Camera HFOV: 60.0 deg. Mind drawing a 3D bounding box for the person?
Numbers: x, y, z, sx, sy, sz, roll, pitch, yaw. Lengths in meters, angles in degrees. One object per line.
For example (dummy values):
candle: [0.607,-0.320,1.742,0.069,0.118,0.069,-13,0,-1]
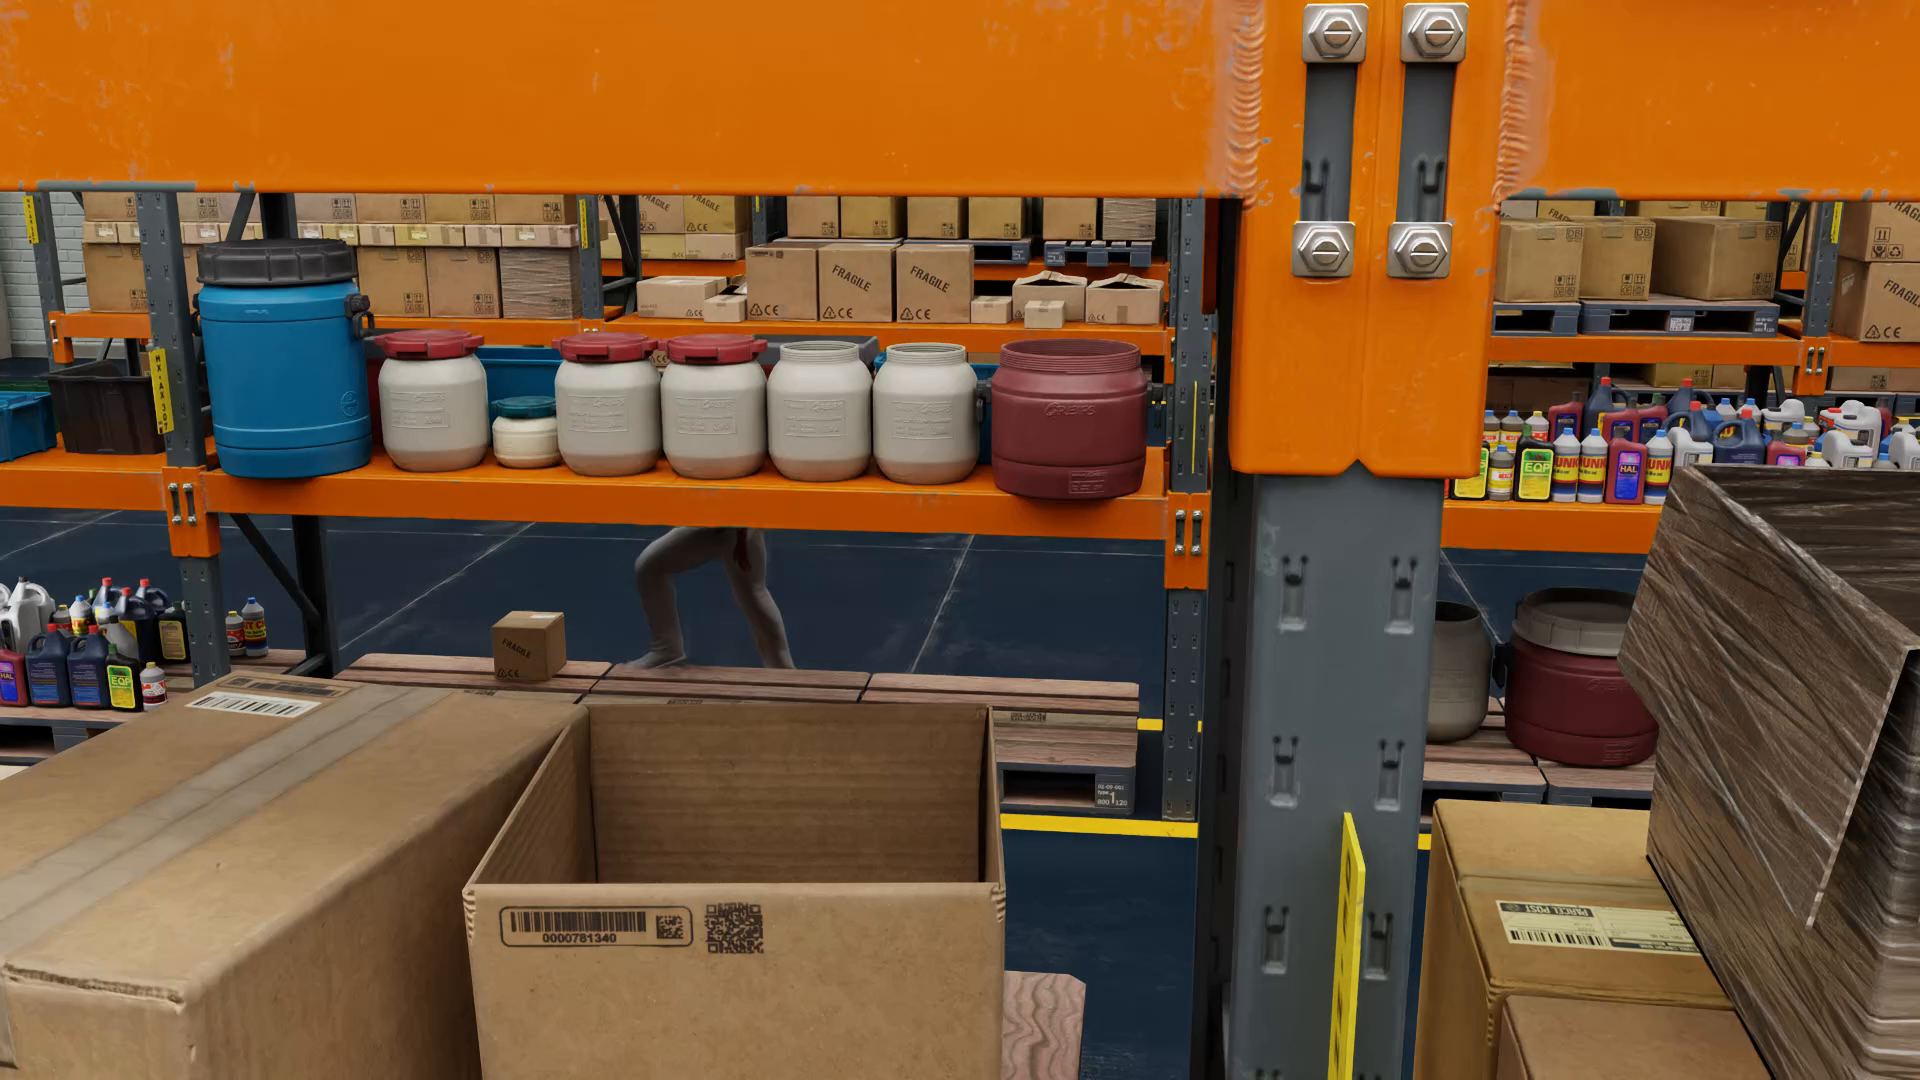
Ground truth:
person: [-1.169,-0.082,7.724,0.780,1.660,0.488,0,14,1]
